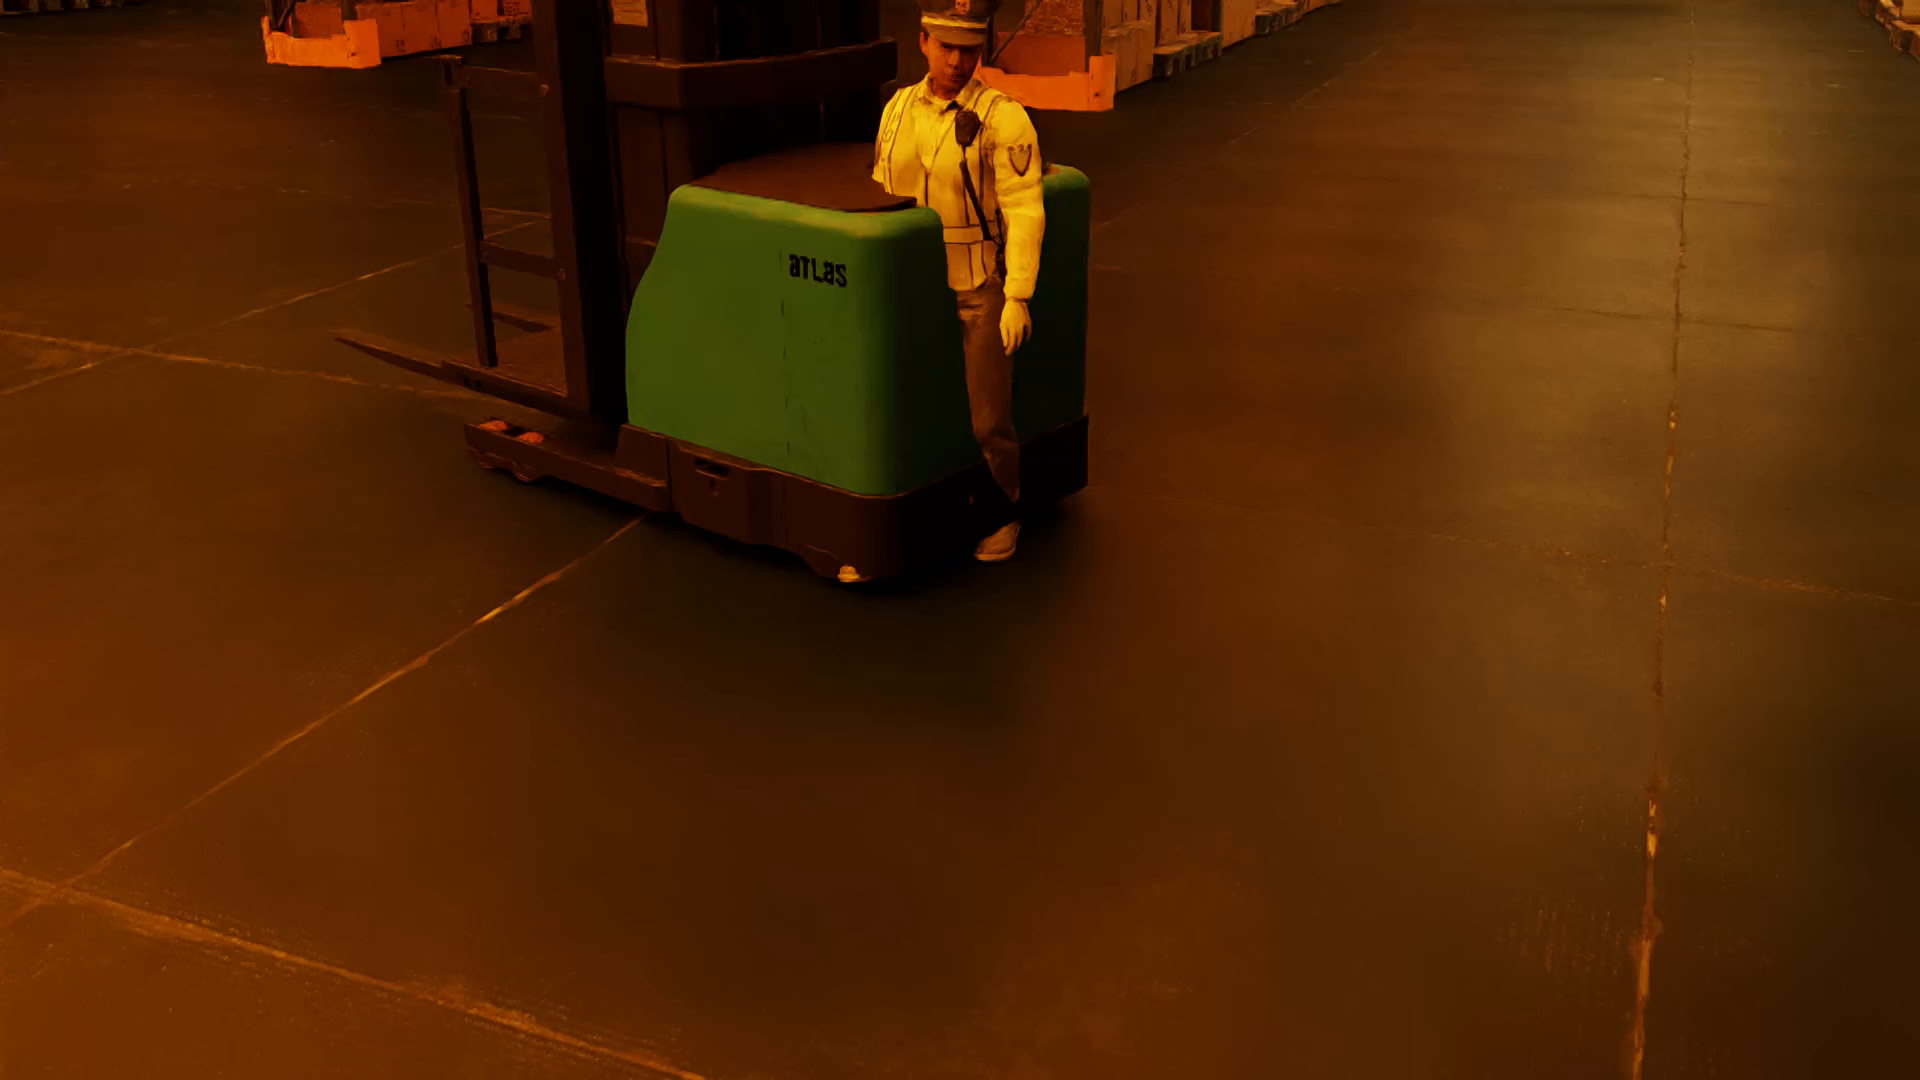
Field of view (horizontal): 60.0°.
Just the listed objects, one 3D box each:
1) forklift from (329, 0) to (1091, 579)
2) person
[{"bbox_3d":[-1.058,-1.687,5.328,3.031,2.935,1.130,17,28,35],"label":"forklift"},{"bbox_3d":[-0.045,-0.678,4.613,0.596,1.630,0.655,8,24,18],"label":"person"}]
